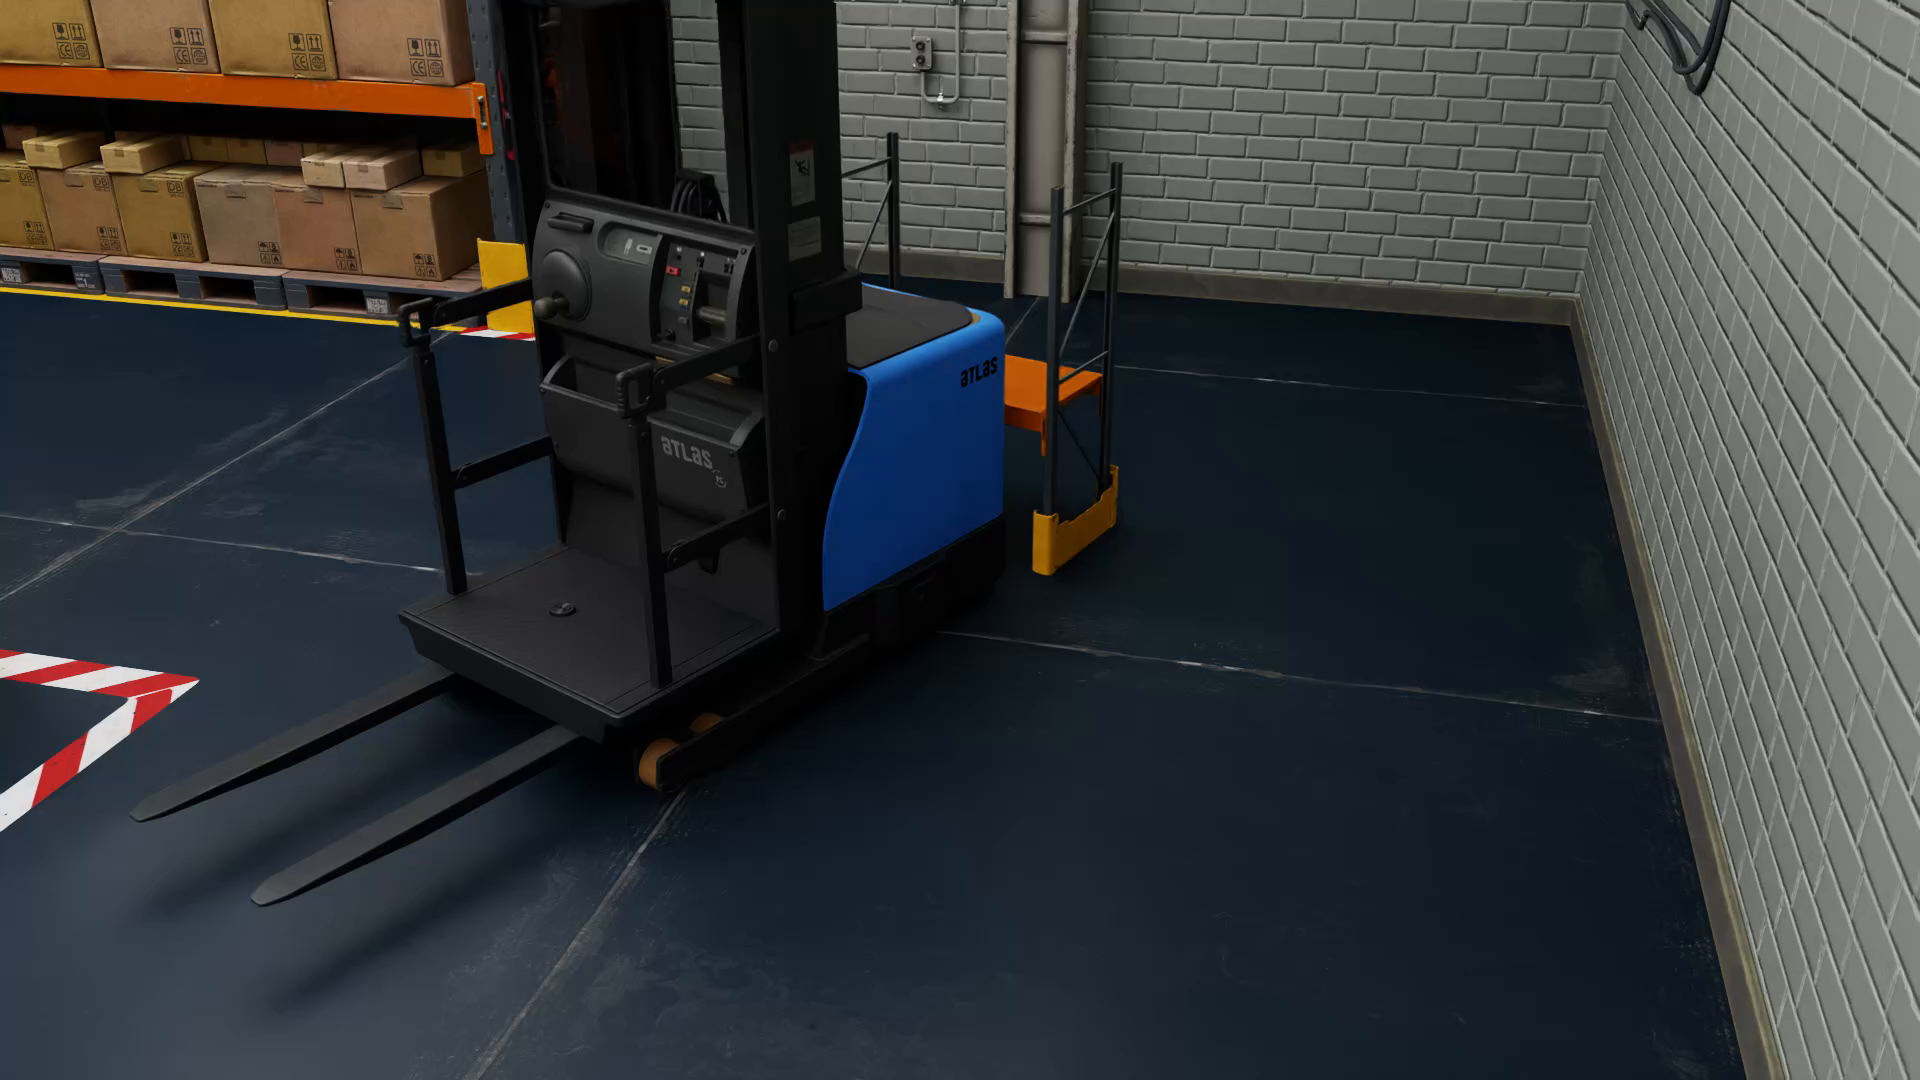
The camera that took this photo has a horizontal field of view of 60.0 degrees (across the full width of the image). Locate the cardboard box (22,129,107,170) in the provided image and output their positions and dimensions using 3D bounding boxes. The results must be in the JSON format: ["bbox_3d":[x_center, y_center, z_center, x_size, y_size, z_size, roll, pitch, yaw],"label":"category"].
[{"bbox_3d":[-5.234,-2.291,9.738,0.250,0.149,0.380,7,26,15],"label":"cardboard box"}]

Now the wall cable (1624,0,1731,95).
[{"bbox_3d":[3.043,-3.297,6.819,0.112,2.526,3.097,6,26,13],"label":"wall cable"}]

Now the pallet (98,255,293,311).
[{"bbox_3d":[-4.317,-1.670,10.012,1.213,0.211,1.003,6,26,13],"label":"pallet"}]

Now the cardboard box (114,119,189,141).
[{"bbox_3d":[-4.845,-2.418,10.005,0.250,0.149,0.380,5,26,11],"label":"cardboard box"}]

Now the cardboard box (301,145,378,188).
[{"bbox_3d":[-3.466,-2.097,9.329,0.250,0.149,0.380,7,26,14],"label":"cardboard box"}]

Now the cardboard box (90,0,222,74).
[{"bbox_3d":[-4.285,-3.089,9.400,0.700,0.700,0.980,5,26,10],"label":"cardboard box"}]

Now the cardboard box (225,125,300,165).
[{"bbox_3d":[-4.106,-2.336,9.833,0.250,0.149,0.380,7,26,14],"label":"cardboard box"}]

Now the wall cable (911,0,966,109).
[{"bbox_3d":[-0.870,-3.460,9.346,1.851,1.984,0.084,6,26,13],"label":"wall cable"}]

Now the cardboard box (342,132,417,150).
[{"bbox_3d":[-3.368,-2.255,9.663,0.250,0.149,0.380,6,26,13],"label":"cardboard box"}]

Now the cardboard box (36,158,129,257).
[{"bbox_3d":[-5.035,-2.056,9.998,0.500,0.500,0.700,6,26,12],"label":"cardboard box"}]

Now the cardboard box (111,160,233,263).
[{"bbox_3d":[-4.538,-2.000,9.880,0.500,0.500,0.700,7,26,14],"label":"cardboard box"}]

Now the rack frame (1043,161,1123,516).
[{"bbox_3d":[0.466,-0.653,6.376,0.032,1.500,0.500,15,29,29],"label":"rack frame"}]

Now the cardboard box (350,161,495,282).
[{"bbox_3d":[-3.048,-1.839,9.542,0.500,0.500,0.700,6,26,13],"label":"cardboard box"}]

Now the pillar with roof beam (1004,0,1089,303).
[{"bbox_3d":[-0.587,-3.732,4.120,0.400,9.000,9.100,6,26,13],"label":"pillar with roof beam"}]

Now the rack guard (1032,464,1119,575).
[{"bbox_3d":[0.465,-0.089,6.646,0.087,0.250,0.587,15,29,29],"label":"rack guard"}]

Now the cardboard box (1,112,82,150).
[{"bbox_3d":[-5.612,-2.502,10.181,0.250,0.149,0.380,6,26,13],"label":"cardboard box"}]

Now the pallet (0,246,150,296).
[{"bbox_3d":[-5.502,-1.800,10.284,1.213,0.211,1.003,6,26,13],"label":"pallet"}]

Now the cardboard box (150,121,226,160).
[{"bbox_3d":[-4.601,-2.391,9.948,0.250,0.149,0.380,7,26,14],"label":"cardboard box"}]

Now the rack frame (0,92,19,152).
[{"bbox_3d":[-6.219,-3.173,9.924,0.127,3.000,1.000,6,26,13],"label":"rack frame"}]

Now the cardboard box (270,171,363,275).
[{"bbox_3d":[-3.533,-1.892,9.654,0.500,0.500,0.700,6,26,13],"label":"cardboard box"}]

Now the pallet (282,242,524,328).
[{"bbox_3d":[-3.139,-1.538,9.736,1.213,0.211,1.003,6,26,13],"label":"pallet"}]

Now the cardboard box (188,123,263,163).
[{"bbox_3d":[-4.351,-2.364,9.890,0.250,0.149,0.380,6,26,12],"label":"cardboard box"}]

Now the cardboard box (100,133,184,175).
[{"bbox_3d":[-4.729,-2.235,9.621,0.250,0.149,0.380,6,26,12],"label":"cardboard box"}]

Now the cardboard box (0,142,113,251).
[{"bbox_3d":[-5.521,-2.111,10.114,0.500,0.500,0.700,7,26,14],"label":"cardboard box"}]

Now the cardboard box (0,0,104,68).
[{"bbox_3d":[-4.992,-3.163,9.555,0.700,0.700,0.980,6,26,12],"label":"cardboard box"}]

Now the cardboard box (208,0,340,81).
[{"bbox_3d":[-3.549,-3.004,9.220,0.700,0.700,0.980,6,26,13],"label":"cardboard box"}]

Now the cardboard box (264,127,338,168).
[{"bbox_3d":[-3.857,-2.309,9.776,0.250,0.149,0.380,7,26,14],"label":"cardboard box"}]

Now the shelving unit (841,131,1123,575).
[{"bbox_3d":[0.044,-0.767,6.616,1.083,1.500,0.587,15,29,29],"label":"shelving unit"}]

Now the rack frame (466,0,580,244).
[{"bbox_3d":[-2.345,-2.744,9.025,0.127,3.000,1.000,6,26,13],"label":"rack frame"}]

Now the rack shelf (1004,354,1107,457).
[{"bbox_3d":[0.036,-0.607,6.698,1.000,0.185,0.538,15,29,29],"label":"rack shelf"}]

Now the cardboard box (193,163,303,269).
[{"bbox_3d":[-4.020,-1.946,9.767,0.500,0.500,0.700,5,26,11],"label":"cardboard box"}]

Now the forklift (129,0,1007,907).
[{"bbox_3d":[-1.124,-0.785,4.990,1.130,2.935,3.031,18,31,34],"label":"forklift"}]

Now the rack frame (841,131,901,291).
[{"bbox_3d":[-0.395,-0.885,6.865,0.032,1.500,0.500,15,29,29],"label":"rack frame"}]

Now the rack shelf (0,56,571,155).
[{"bbox_3d":[-4.282,-2.634,9.629,4.000,0.370,1.077,6,26,13],"label":"rack shelf"}]

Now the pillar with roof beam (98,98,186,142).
[{"bbox_3d":[-6.398,-4.374,5.469,0.400,9.000,9.100,6,26,13],"label":"pillar with roof beam"}]

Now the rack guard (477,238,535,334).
[{"bbox_3d":[-2.322,-1.613,9.557,0.348,0.500,1.175,6,26,13],"label":"rack guard"}]

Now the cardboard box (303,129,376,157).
[{"bbox_3d":[-3.610,-2.282,9.719,0.250,0.149,0.380,7,26,13],"label":"cardboard box"}]

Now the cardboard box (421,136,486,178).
[{"bbox_3d":[-2.877,-2.201,9.549,0.250,0.149,0.380,6,26,13],"label":"cardboard box"}]

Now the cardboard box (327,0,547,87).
[{"bbox_3d":[-2.842,-2.930,9.066,0.700,0.700,0.980,8,26,15],"label":"cardboard box"}]

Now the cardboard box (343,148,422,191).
[{"bbox_3d":[-3.218,-2.069,9.272,0.250,0.149,0.380,6,26,12],"label":"cardboard box"}]

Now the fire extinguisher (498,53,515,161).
[{"bbox_3d":[-2.314,-2.333,8.684,0.183,0.674,0.296,6,26,13],"label":"fire extinguisher"}]
